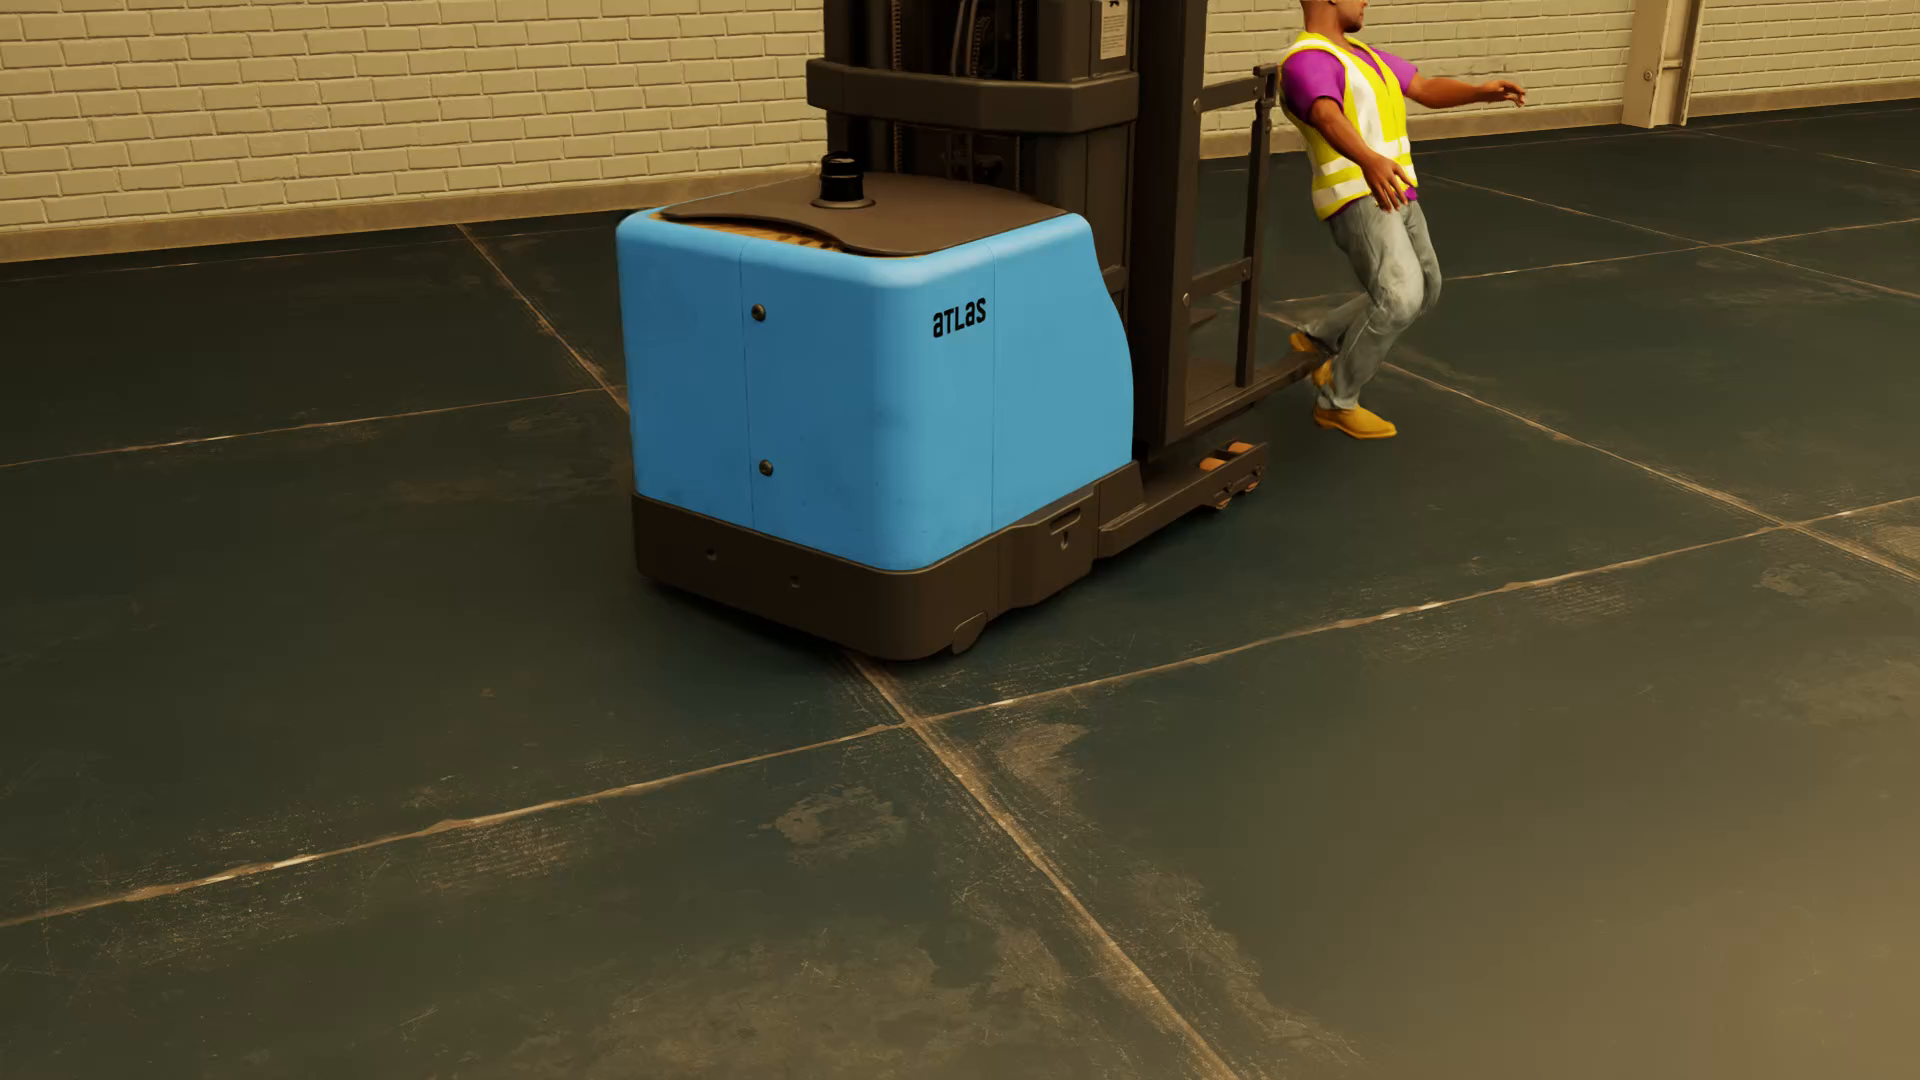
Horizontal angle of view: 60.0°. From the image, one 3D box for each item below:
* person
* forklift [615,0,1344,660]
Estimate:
[{"bbox_3d":[1.395,-1.135,5.557,0.804,1.556,0.932,11,25,26],"label":"person"},{"bbox_3d":[0.363,-1.551,5.021,1.130,2.935,3.031,16,27,34],"label":"forklift"}]
